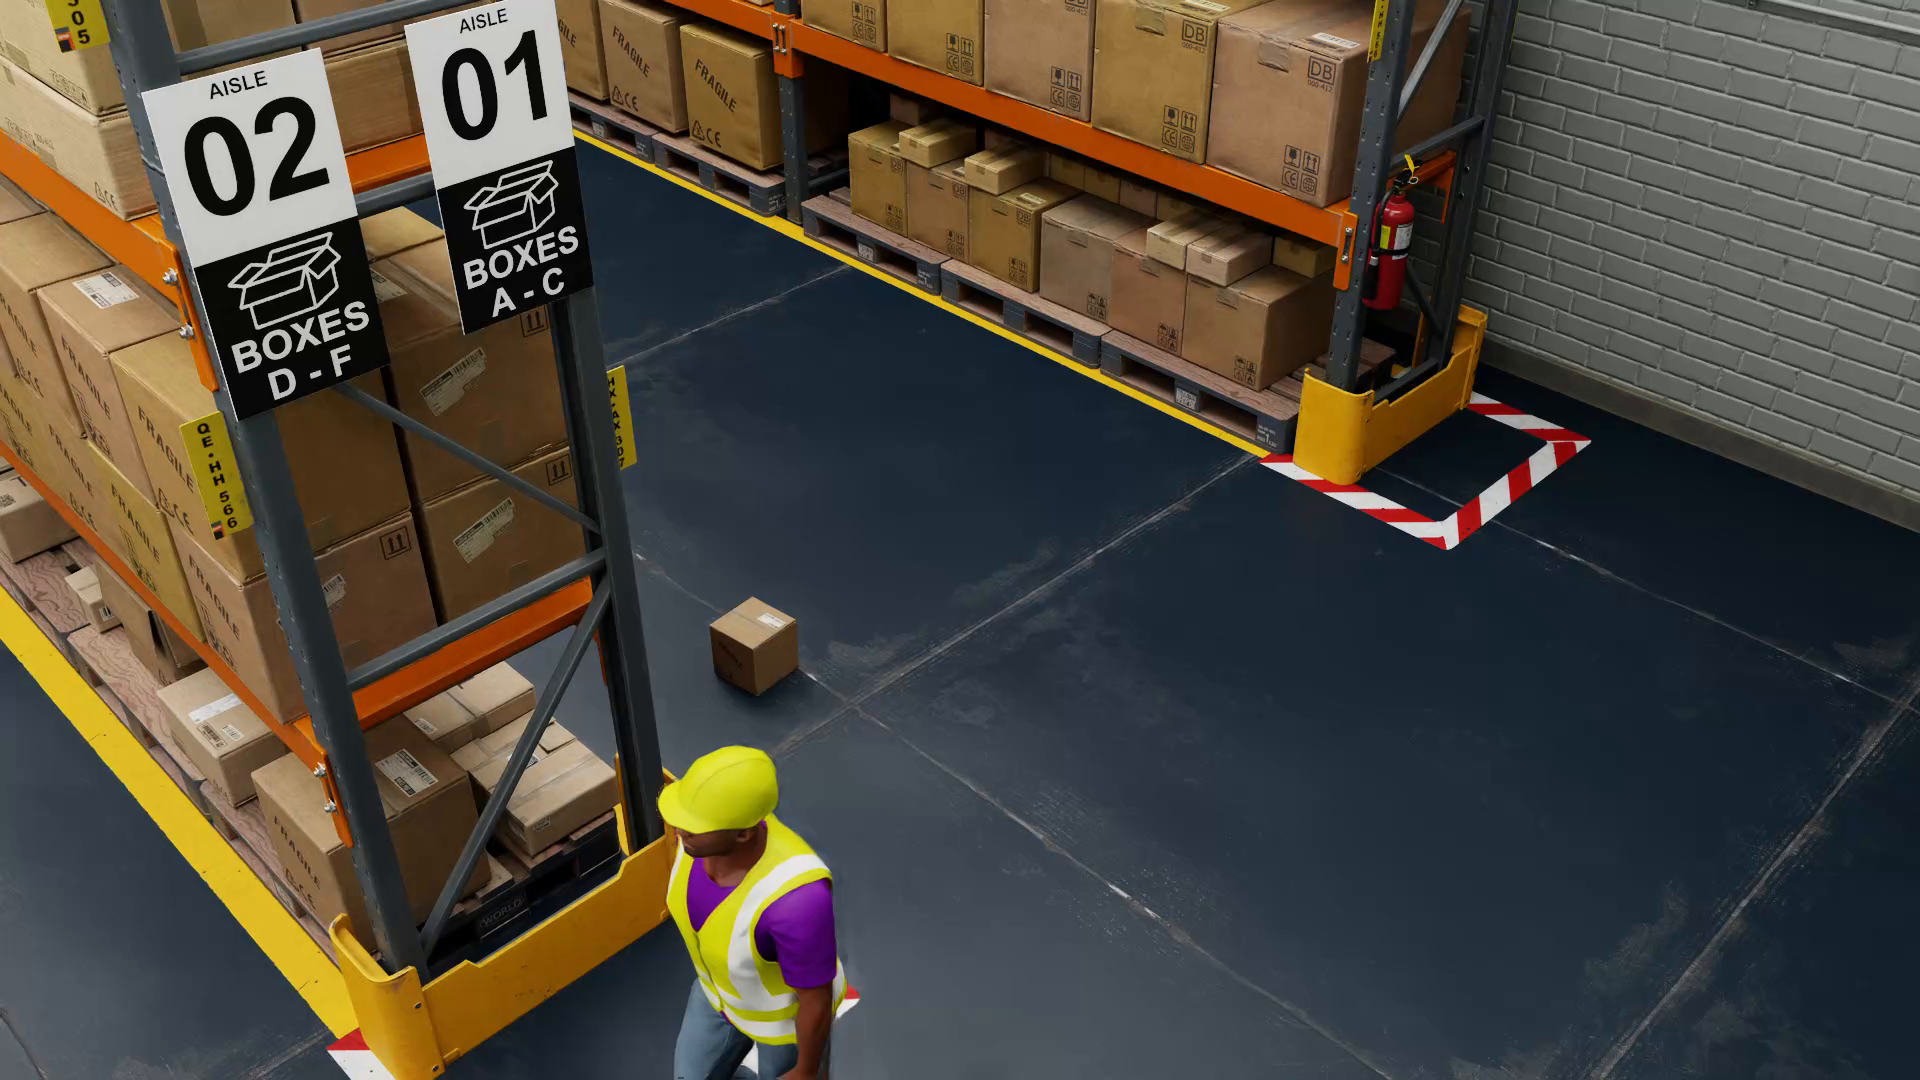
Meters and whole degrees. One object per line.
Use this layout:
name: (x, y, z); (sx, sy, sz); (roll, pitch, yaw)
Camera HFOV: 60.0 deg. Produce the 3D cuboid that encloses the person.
person: (-0.538, 1.210, 4.389); (0.463, 1.775, 0.636); (-30, 45, -35)
